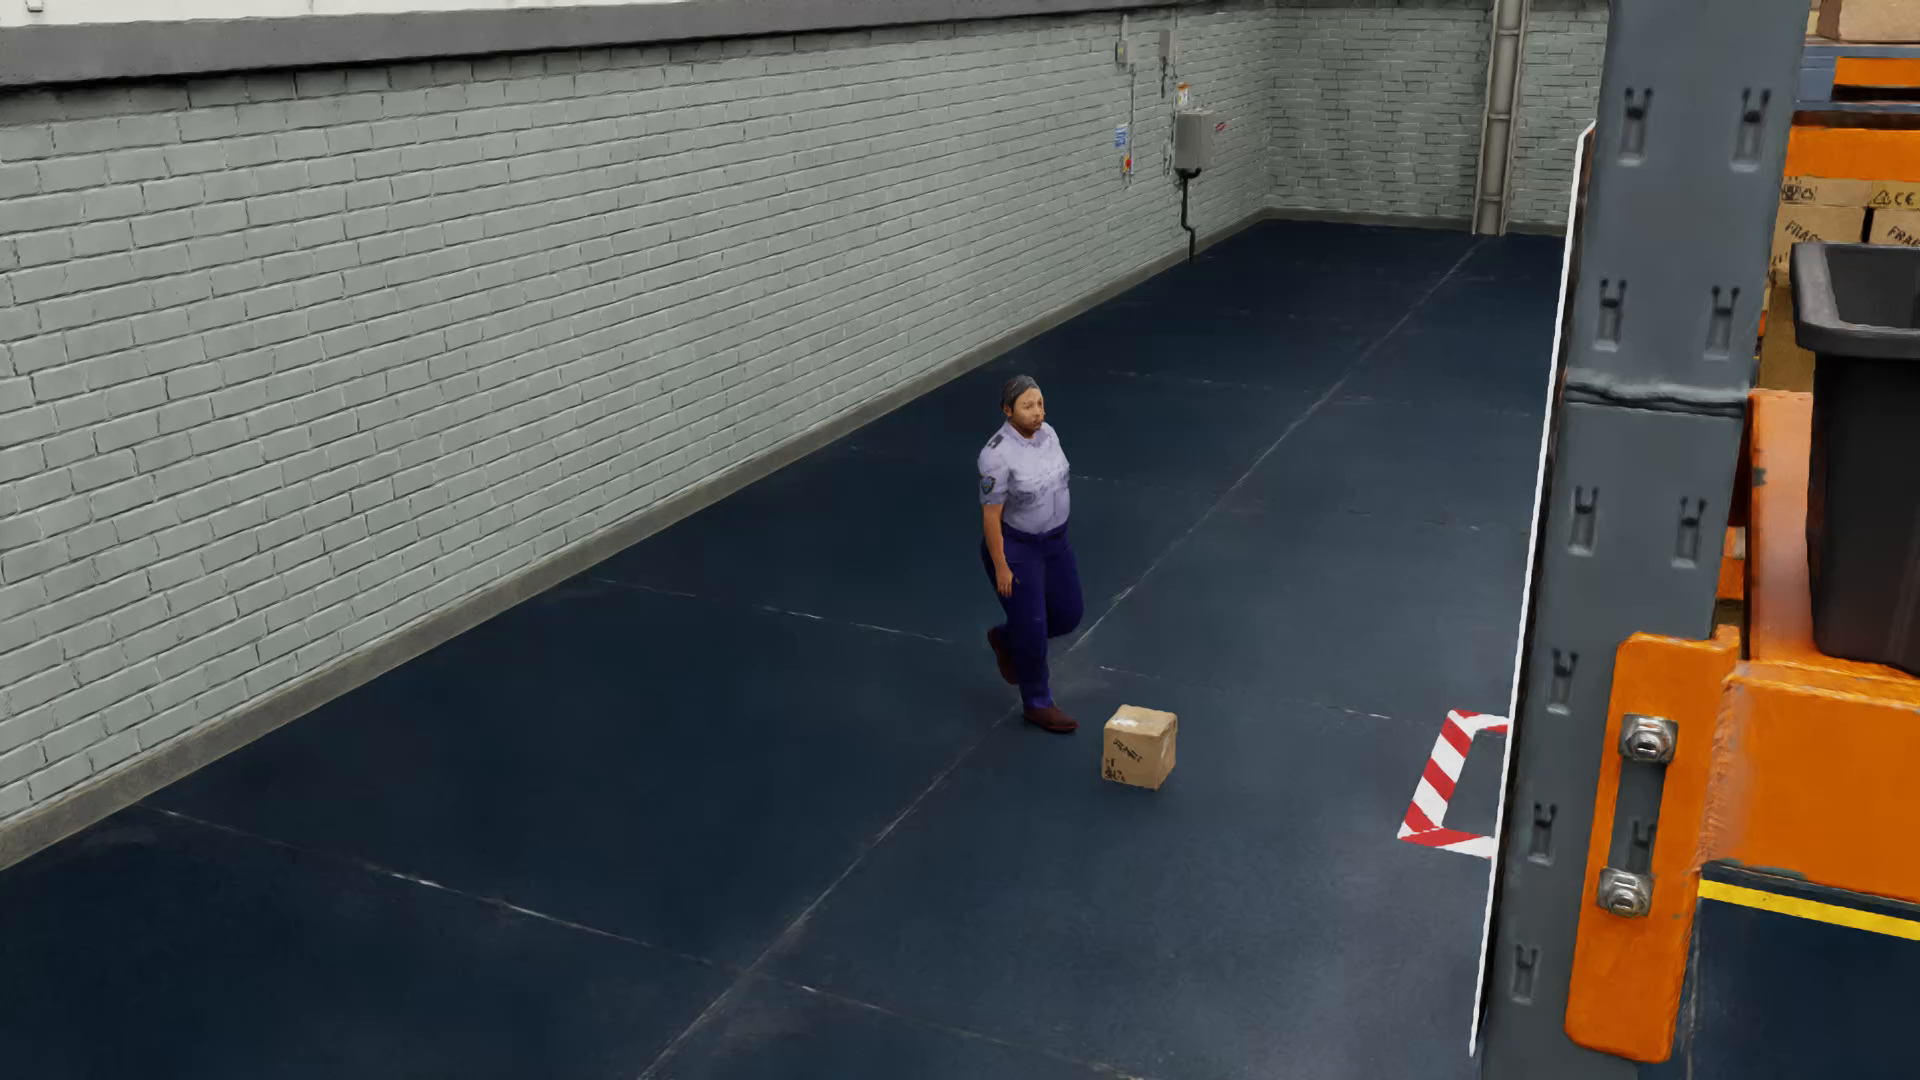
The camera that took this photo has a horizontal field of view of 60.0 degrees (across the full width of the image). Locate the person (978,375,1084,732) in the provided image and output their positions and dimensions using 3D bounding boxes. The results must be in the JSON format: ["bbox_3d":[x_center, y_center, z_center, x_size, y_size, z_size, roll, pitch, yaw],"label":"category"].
[{"bbox_3d":[0.265,0.042,7.453,0.625,1.636,0.515,17,25,40],"label":"person"}]
